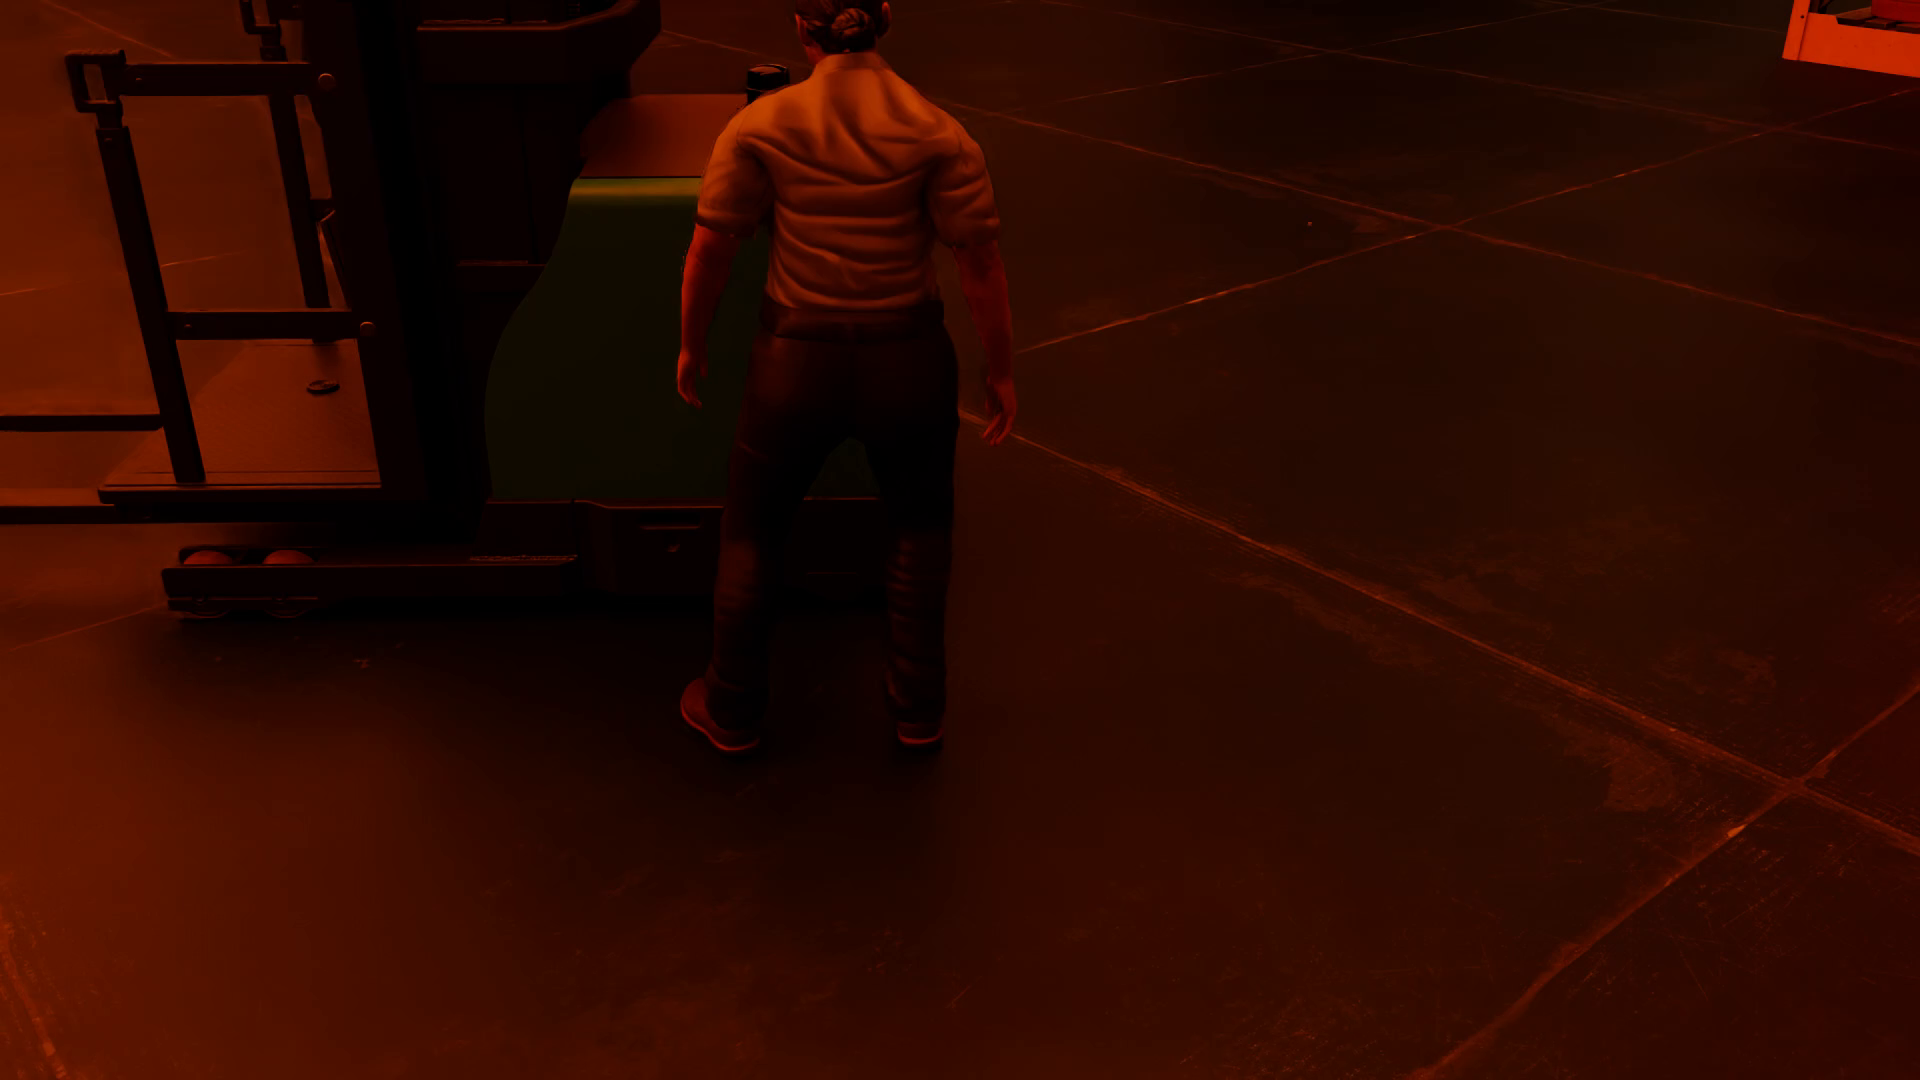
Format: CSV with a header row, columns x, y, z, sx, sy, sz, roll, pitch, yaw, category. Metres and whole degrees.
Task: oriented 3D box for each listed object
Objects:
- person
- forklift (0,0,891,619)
x,y,z,sx,sy,sz,roll,pitch,yaw,category
-0.252,-0.324,3.327,0.741,1.629,0.342,-1,26,-2,person
-1.584,-1.355,3.935,3.031,2.935,1.130,0,26,-1,forklift
